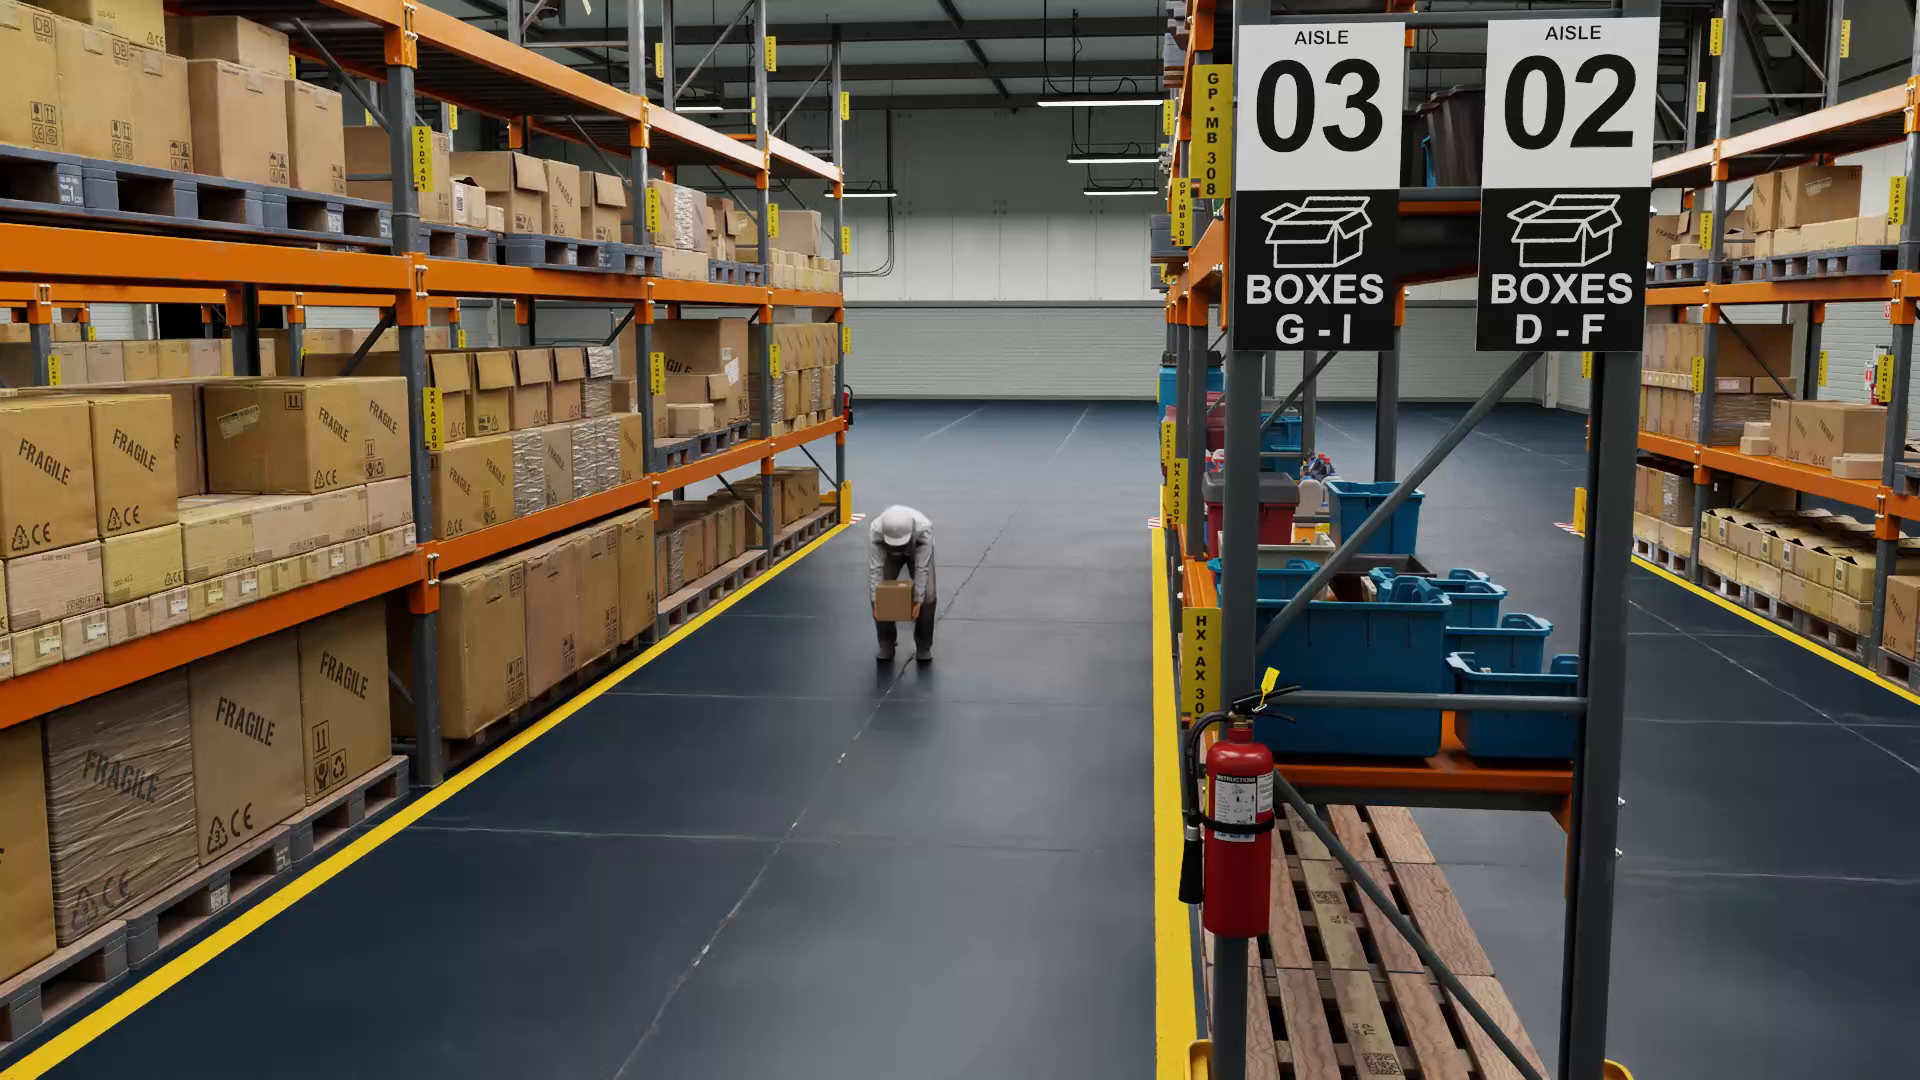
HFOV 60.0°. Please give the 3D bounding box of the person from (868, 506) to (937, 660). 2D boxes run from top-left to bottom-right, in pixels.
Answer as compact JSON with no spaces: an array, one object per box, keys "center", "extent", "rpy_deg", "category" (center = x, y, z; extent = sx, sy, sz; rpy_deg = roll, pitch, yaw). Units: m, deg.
[{"center":[-0.423,0.307,12.050],"extent":[0.488,1.202,0.981],"rpy_deg":[1,8,4],"category":"person"}]
